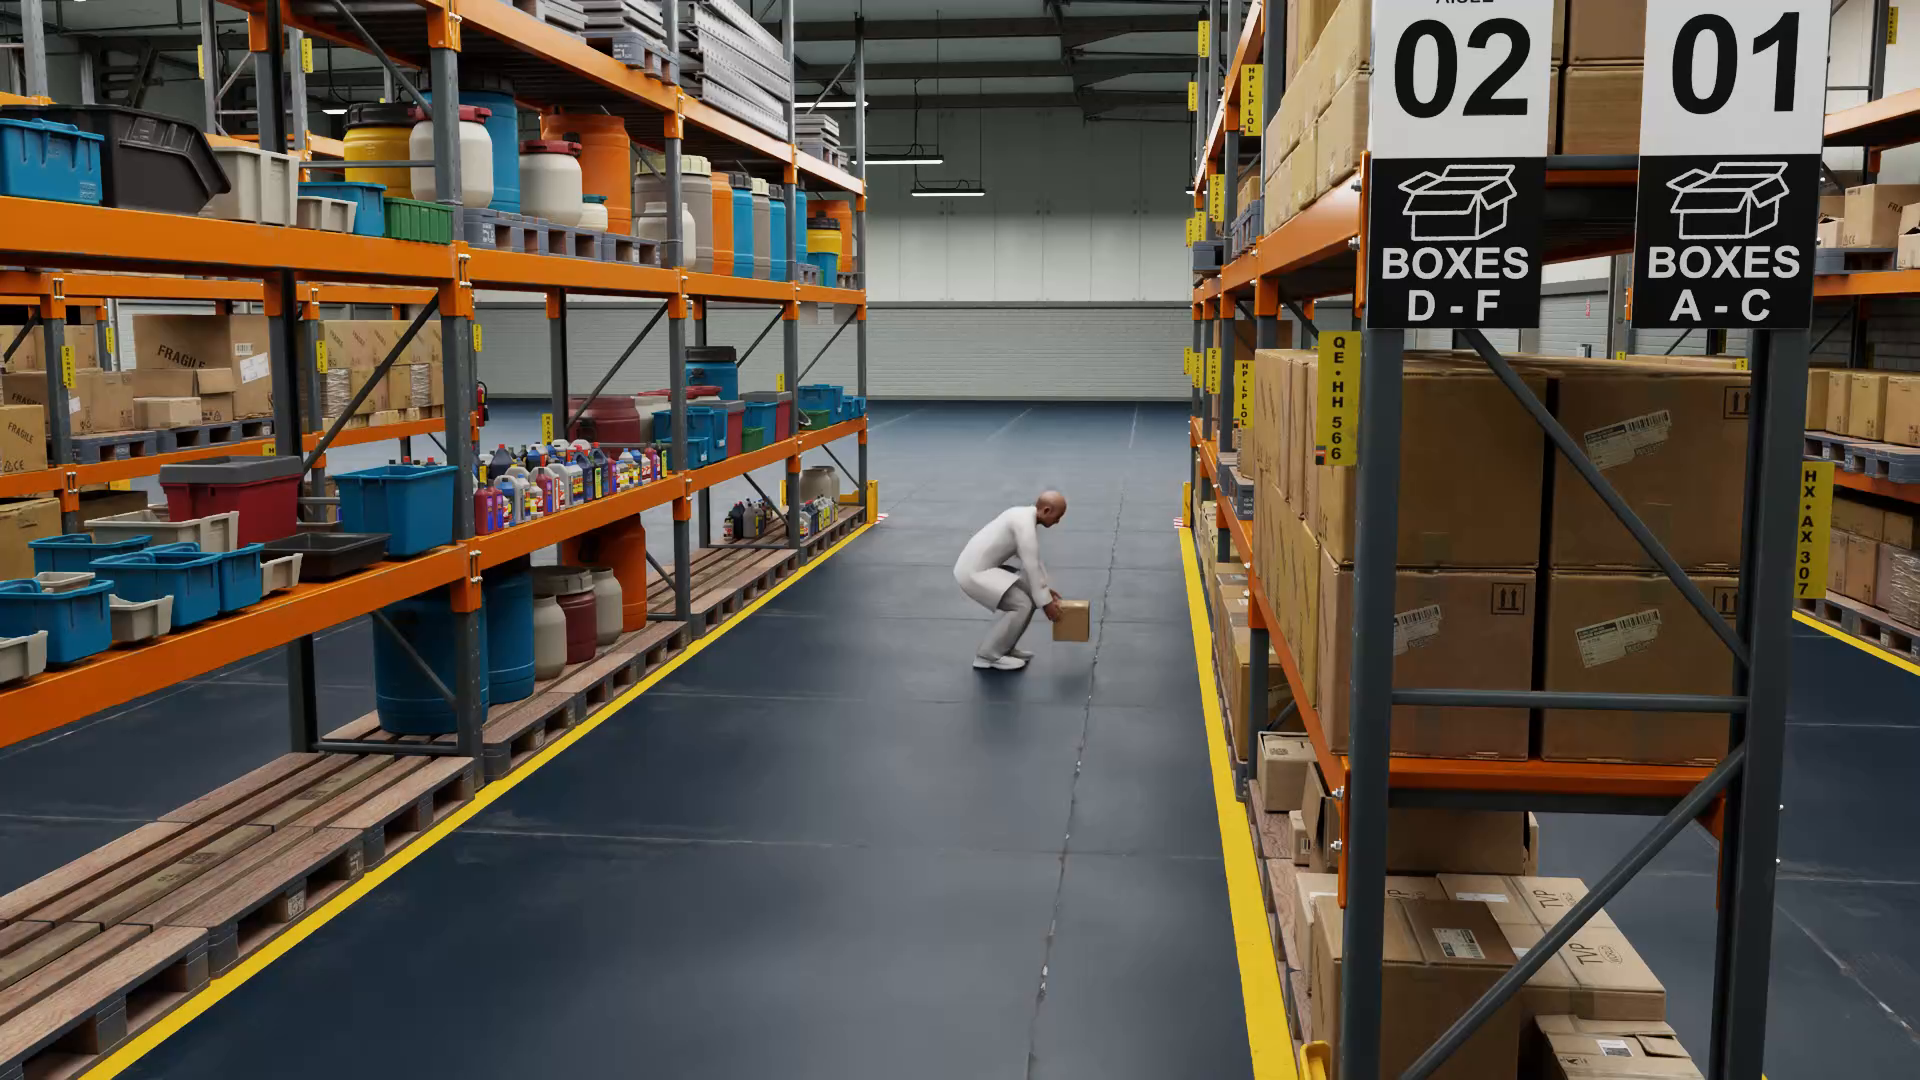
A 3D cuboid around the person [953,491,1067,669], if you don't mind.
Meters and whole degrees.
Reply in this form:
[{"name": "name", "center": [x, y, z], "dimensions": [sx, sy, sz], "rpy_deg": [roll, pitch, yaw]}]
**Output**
[{"name": "person", "center": [0.355, 0.269, 11.833], "dimensions": [0.796, 1.249, 0.631], "rpy_deg": [1, 7, 6]}]
